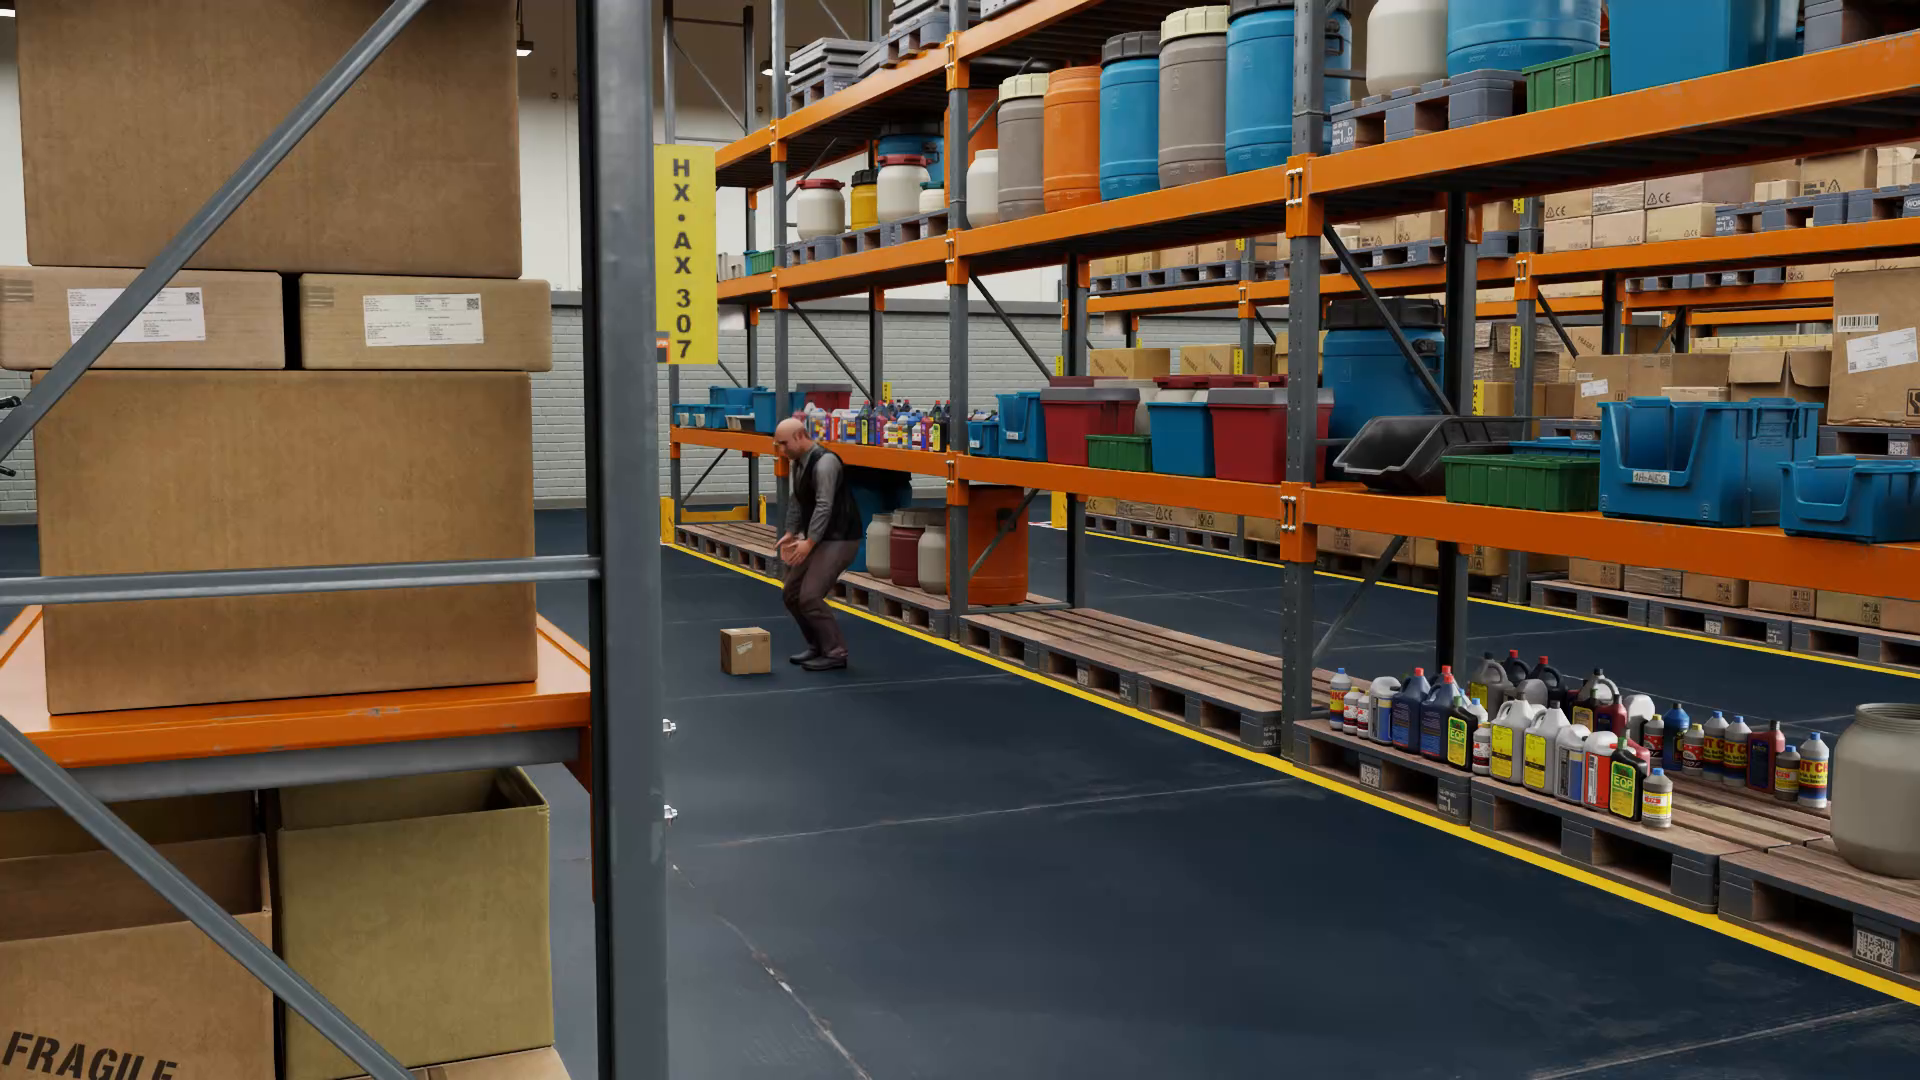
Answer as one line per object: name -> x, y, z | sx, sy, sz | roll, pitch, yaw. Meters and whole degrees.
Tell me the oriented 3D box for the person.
person -> -0.889, 0.022, 10.478 | 0.555, 1.577, 0.581 | -2, 6, -23
